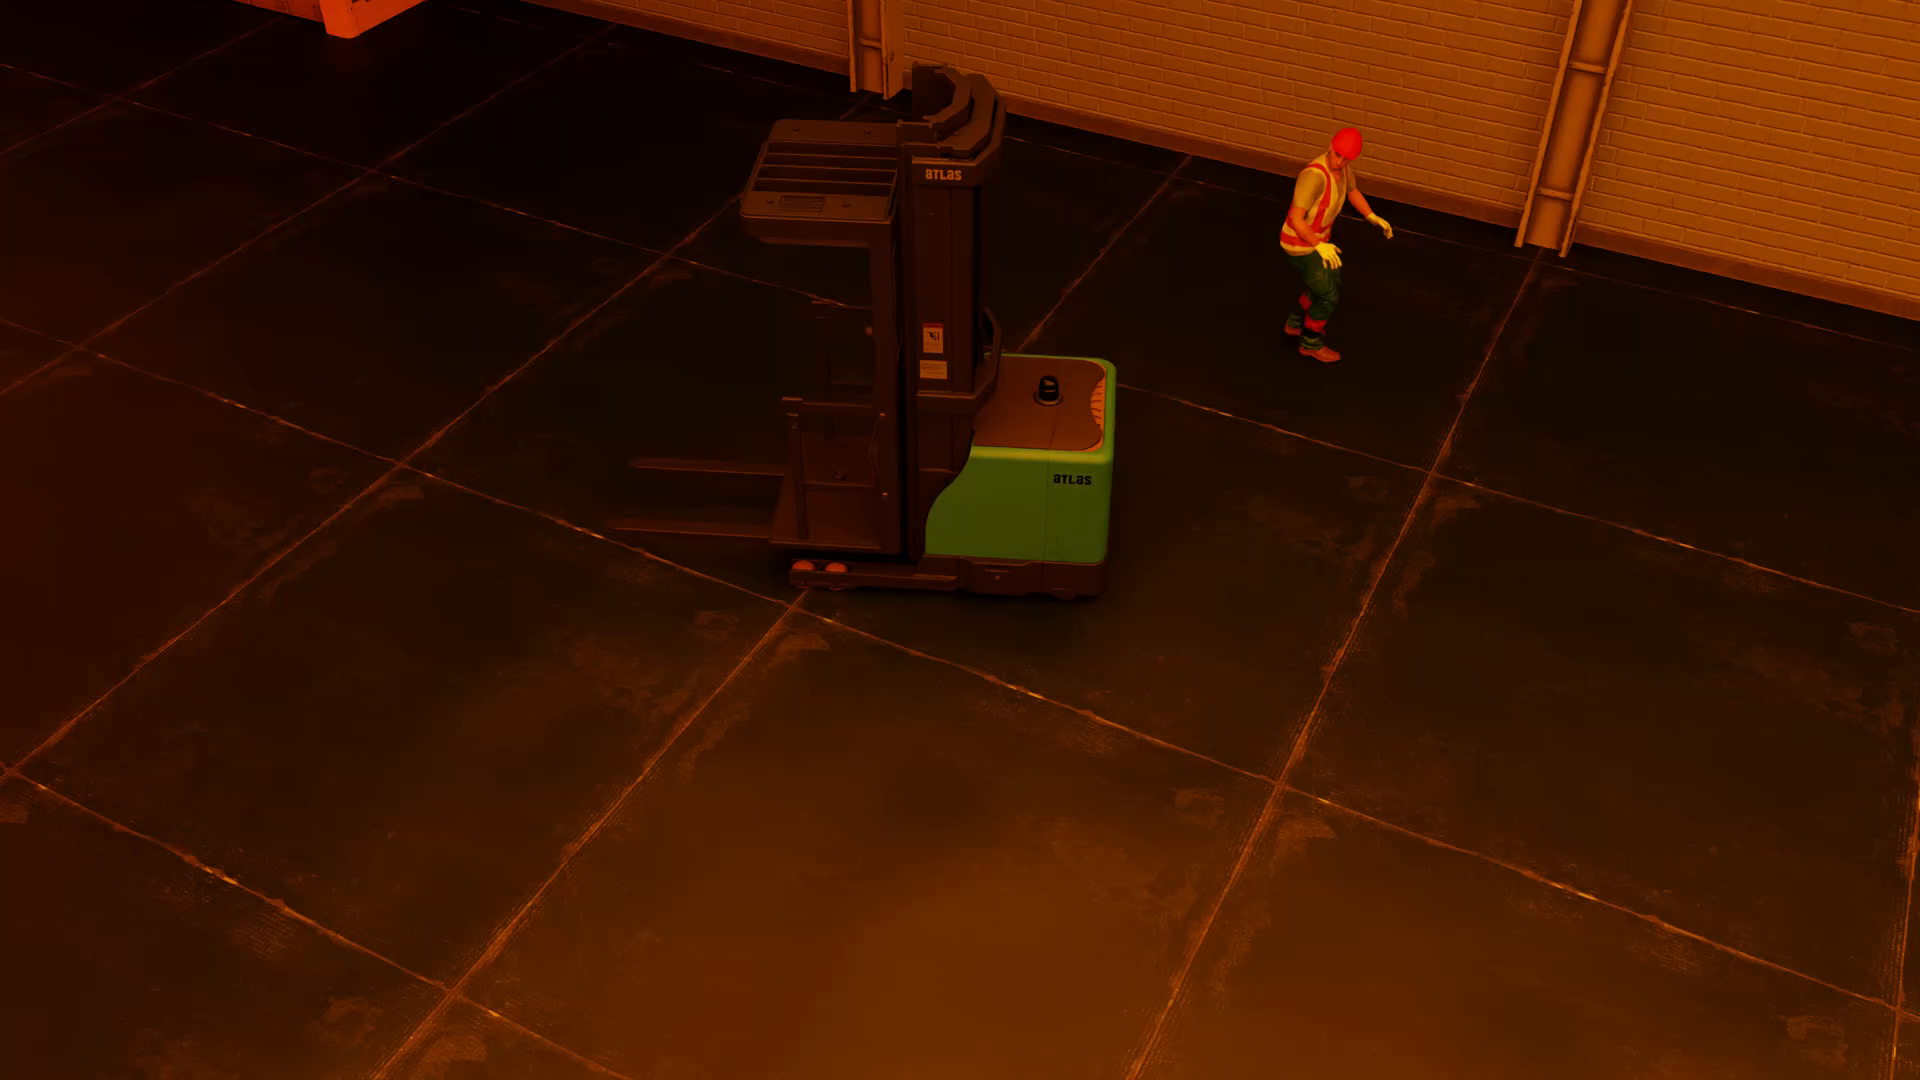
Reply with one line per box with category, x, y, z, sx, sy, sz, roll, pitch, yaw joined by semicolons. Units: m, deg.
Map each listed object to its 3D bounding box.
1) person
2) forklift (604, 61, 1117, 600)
person;2.539;-1.994;11.330;0.675;1.722;0.784;18;43;20
forklift;-0.606;-1.157;9.360;3.031;2.935;1.130;3;40;4
